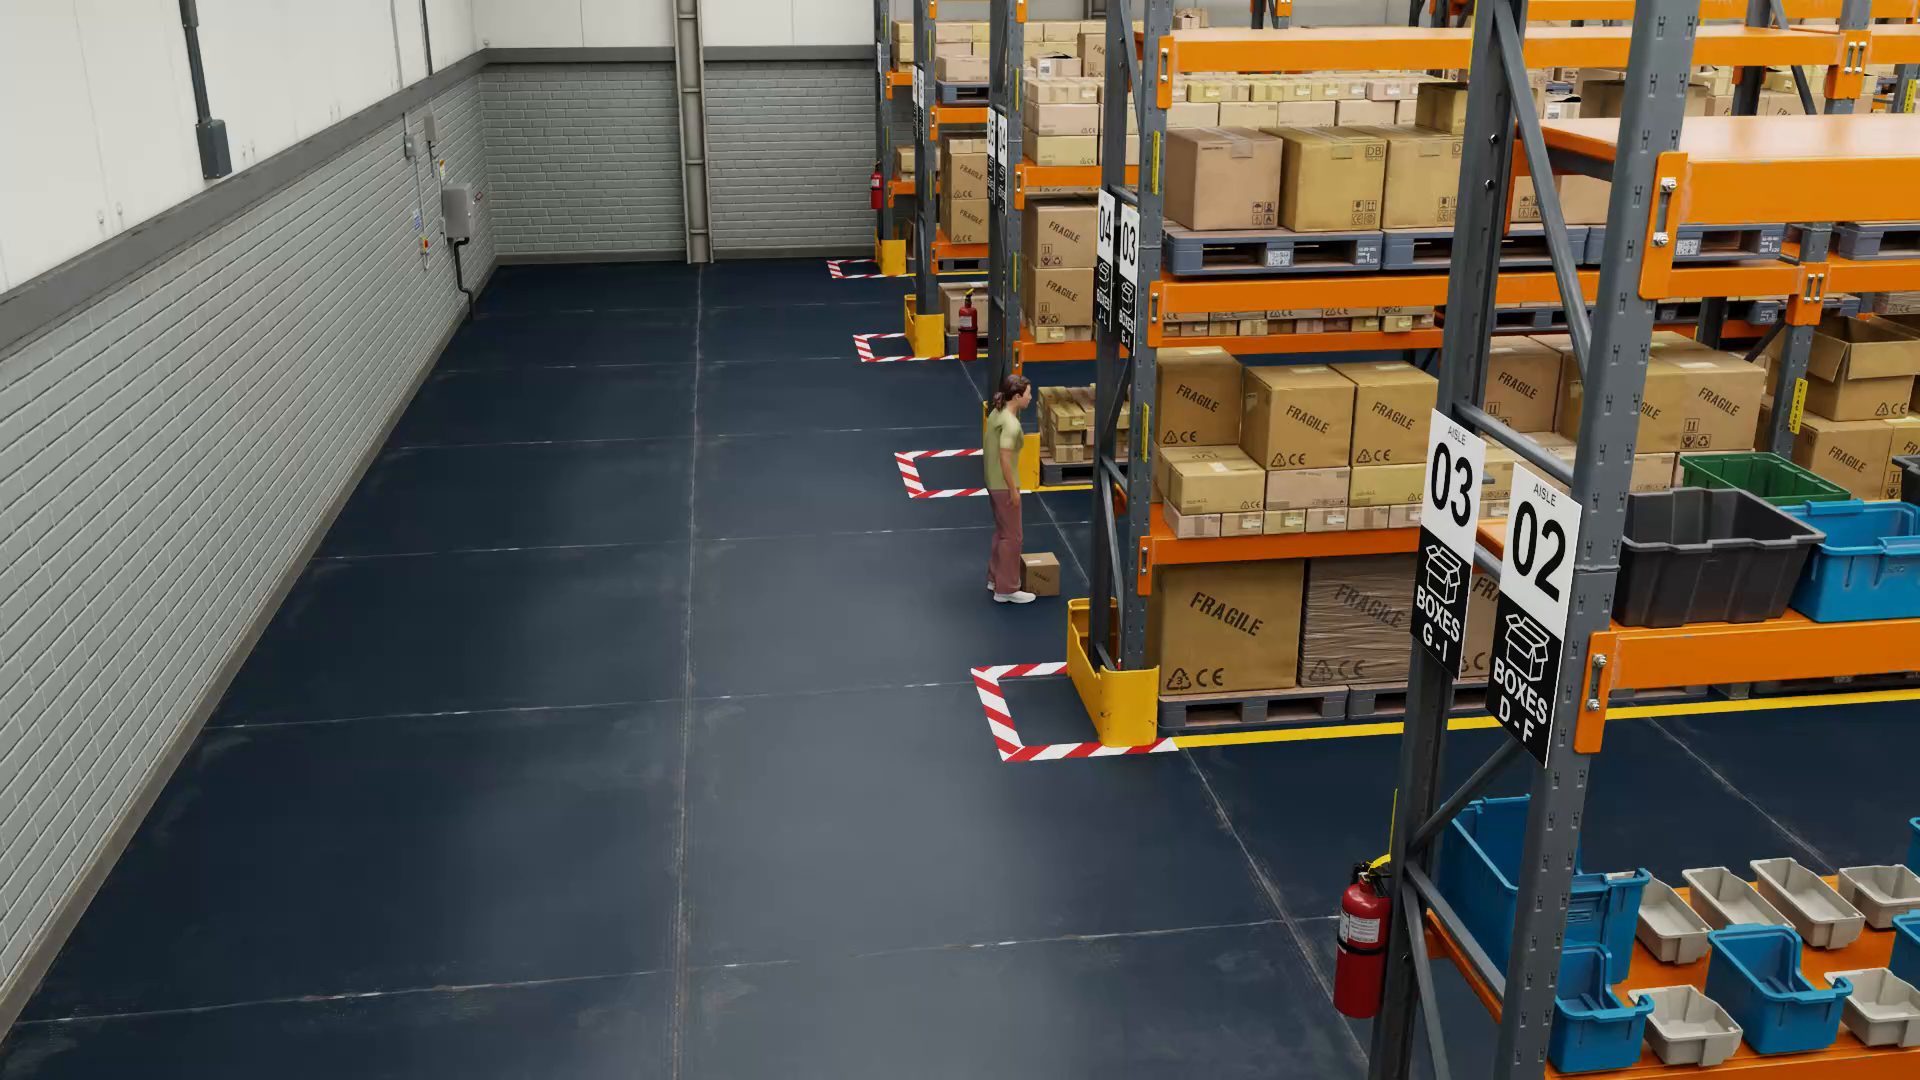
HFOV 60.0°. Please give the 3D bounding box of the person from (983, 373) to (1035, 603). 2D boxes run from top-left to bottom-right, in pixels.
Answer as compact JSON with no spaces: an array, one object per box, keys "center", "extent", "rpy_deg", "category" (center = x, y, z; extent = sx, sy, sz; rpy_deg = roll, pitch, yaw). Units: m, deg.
[{"center":[0.350,-0.394,12.154],"extent":[0.352,1.673,0.502],"rpy_deg":[-3,20,-8],"category":"person"}]
